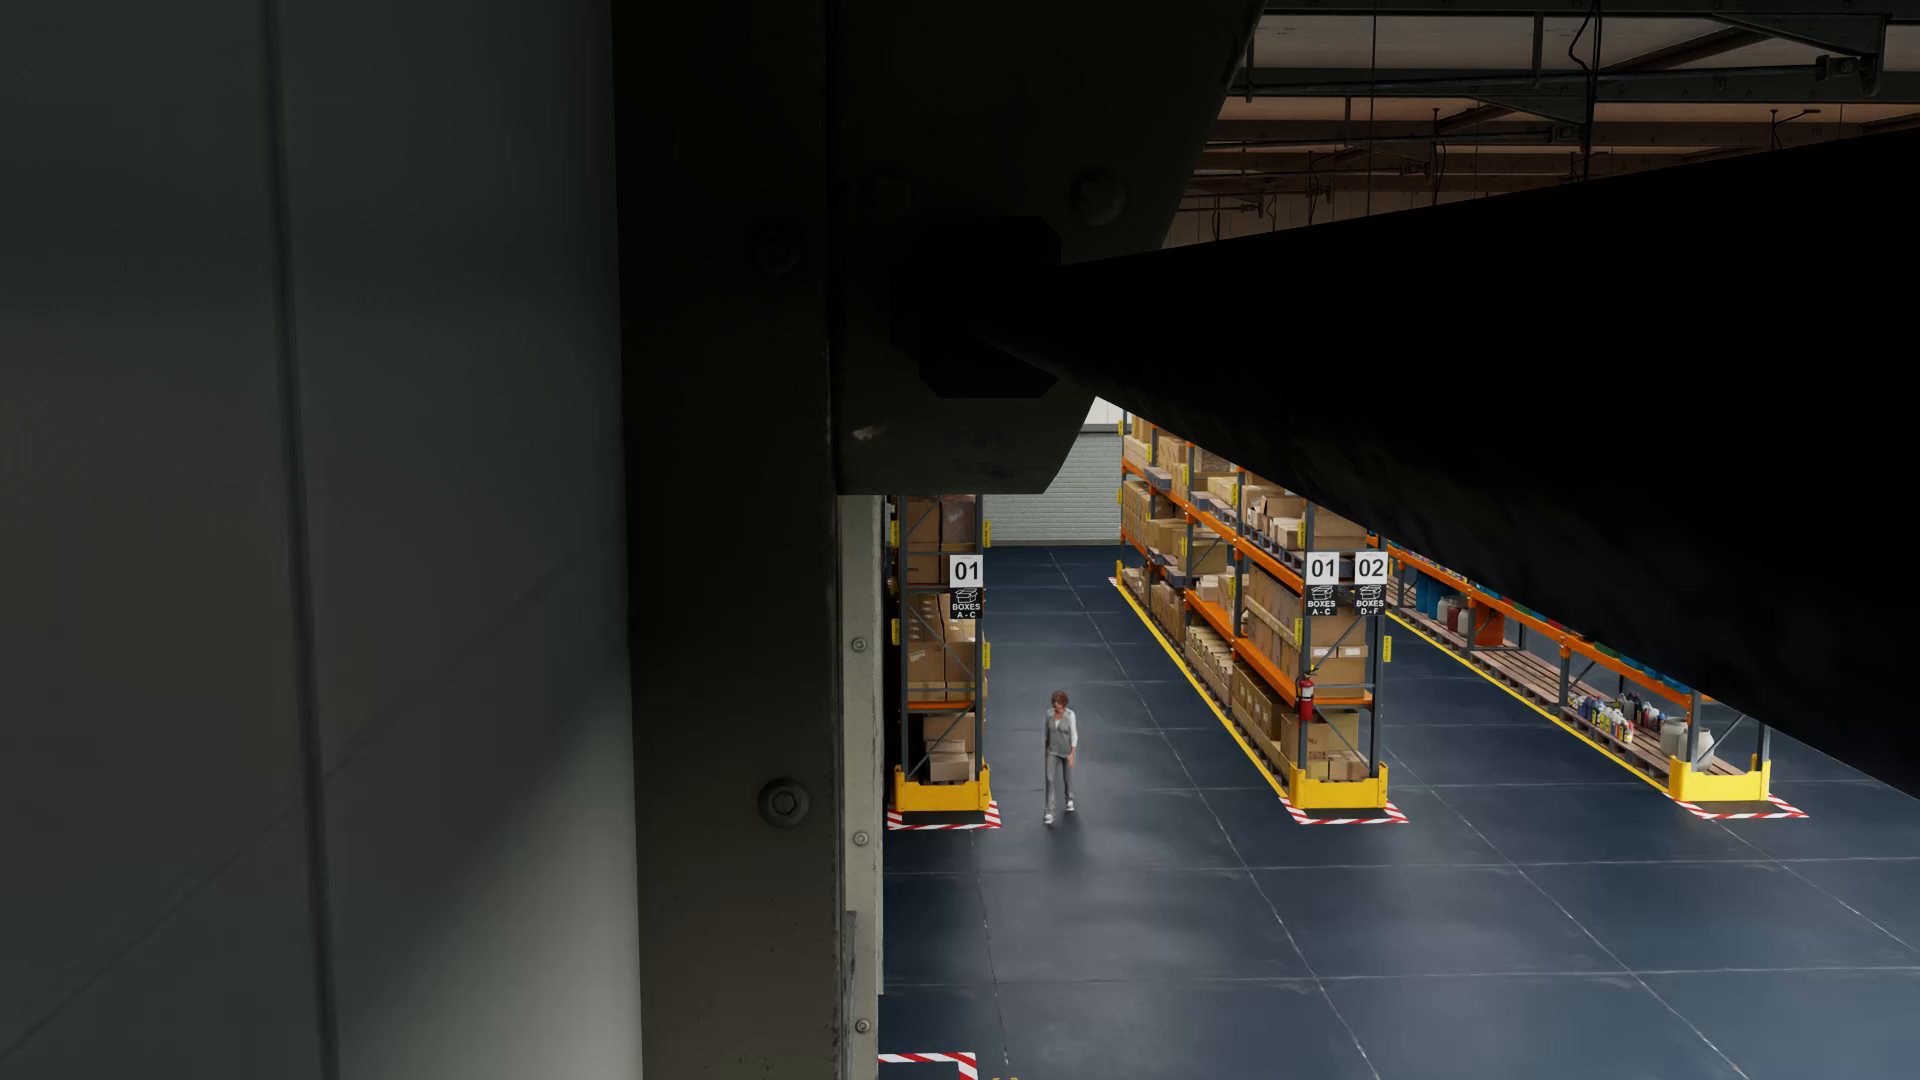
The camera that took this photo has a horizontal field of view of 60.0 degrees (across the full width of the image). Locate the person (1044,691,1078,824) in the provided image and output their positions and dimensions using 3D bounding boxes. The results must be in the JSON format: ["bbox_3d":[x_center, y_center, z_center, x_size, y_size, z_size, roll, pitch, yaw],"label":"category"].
[{"bbox_3d":[1.206,2.594,20.107,0.453,1.551,0.915,2,9,16],"label":"person"}]
